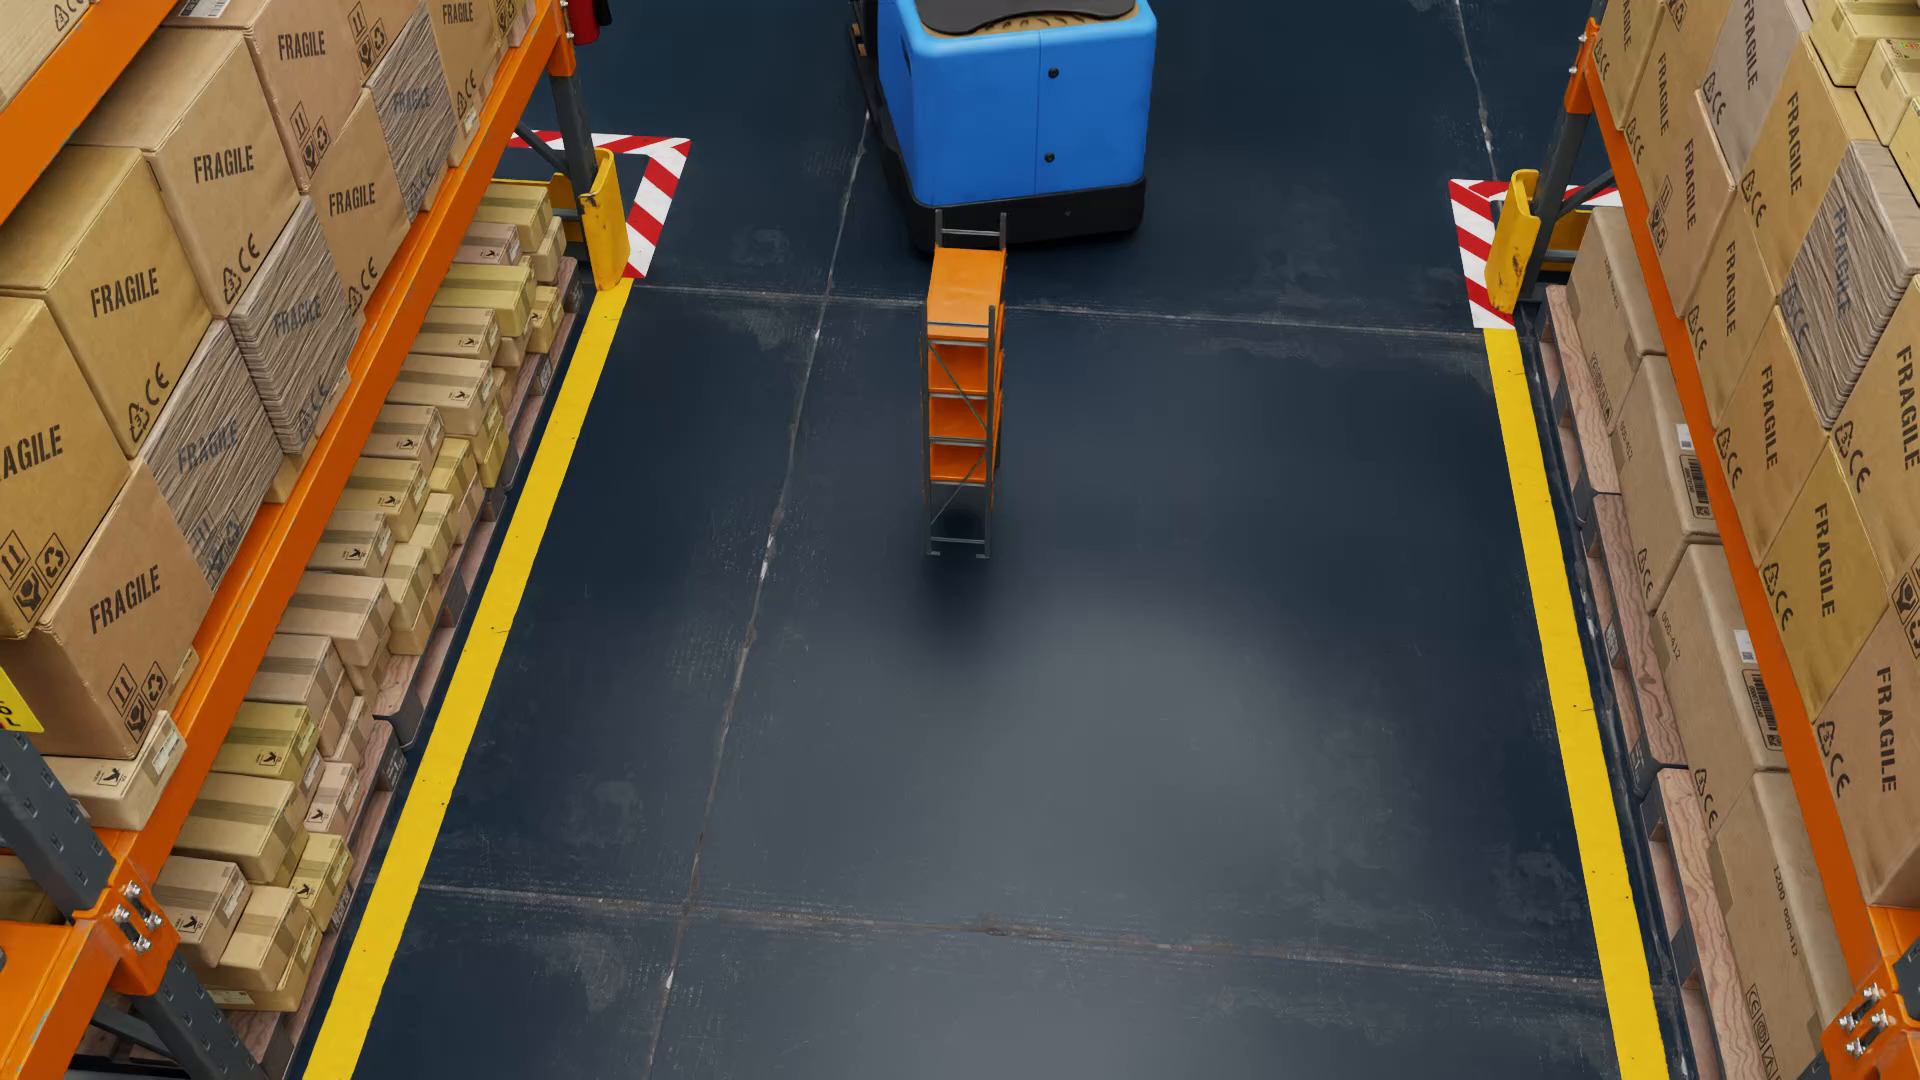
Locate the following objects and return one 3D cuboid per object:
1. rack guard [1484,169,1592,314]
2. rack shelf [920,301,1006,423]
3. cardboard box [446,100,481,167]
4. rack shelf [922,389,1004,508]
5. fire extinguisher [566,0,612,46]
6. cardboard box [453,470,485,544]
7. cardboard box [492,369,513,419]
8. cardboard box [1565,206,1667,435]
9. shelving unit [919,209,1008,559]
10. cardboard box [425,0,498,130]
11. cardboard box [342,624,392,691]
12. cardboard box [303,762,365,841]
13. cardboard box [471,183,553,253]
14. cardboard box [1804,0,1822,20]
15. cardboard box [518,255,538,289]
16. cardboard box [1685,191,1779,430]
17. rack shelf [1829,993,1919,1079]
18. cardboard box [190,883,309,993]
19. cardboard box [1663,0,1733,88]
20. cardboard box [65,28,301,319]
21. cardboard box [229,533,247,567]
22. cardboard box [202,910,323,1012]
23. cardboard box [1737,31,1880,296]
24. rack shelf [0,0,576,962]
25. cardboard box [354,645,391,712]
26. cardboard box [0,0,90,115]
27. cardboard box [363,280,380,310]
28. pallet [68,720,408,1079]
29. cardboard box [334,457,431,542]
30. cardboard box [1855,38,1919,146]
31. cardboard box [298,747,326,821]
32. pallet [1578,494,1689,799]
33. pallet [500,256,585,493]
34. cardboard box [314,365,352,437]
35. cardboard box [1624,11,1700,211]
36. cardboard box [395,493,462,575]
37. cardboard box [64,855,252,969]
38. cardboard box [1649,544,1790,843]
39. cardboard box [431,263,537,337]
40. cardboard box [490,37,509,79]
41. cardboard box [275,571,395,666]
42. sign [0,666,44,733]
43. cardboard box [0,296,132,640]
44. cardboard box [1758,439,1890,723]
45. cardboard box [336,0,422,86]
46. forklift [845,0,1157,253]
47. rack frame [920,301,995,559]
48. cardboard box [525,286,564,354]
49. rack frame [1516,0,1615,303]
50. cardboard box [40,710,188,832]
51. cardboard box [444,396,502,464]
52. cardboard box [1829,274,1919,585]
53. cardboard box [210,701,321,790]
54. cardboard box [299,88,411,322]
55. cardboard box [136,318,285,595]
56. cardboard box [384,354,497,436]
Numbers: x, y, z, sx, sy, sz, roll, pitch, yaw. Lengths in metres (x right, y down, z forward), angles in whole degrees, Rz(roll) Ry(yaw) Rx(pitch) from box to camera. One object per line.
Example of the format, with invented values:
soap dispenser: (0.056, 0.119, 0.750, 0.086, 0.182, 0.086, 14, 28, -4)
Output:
rack guard: (2.883, -1.231, 7.037, 1.175, 0.500, 0.348, 4, 48, 4)
rack shelf: (0.015, -0.632, 5.803, 0.258, 0.148, 0.480, 4, 48, 4)
cardboard box: (-1.874, -1.417, 5.684, 0.380, 0.149, 0.250, 5, 48, 5)
rack shelf: (0.015, -0.347, 6.115, 0.258, 0.148, 0.480, 4, 48, 4)
fire extinguisher: (-1.575, -2.317, 6.642, 0.296, 0.674, 0.183, 4, 48, 4)
cardboard box: (-1.946, -0.136, 5.989, 0.380, 0.149, 0.250, 5, 48, 4)
cardboard box: (-1.940, -0.528, 6.347, 0.380, 0.149, 0.250, 4, 48, 4)
cardboard box: (2.920, -0.842, 6.439, 0.875, 0.438, 0.875, 2, 48, 2)
shelving unit: (0.015, -0.527, 5.918, 0.258, 1.200, 0.503, 4, 48, 4)
cardboard box: (-1.894, -1.724, 5.524, 0.500, 0.500, 0.500, 3, 48, 3)
cardboard box: (-2.075, 0.327, 5.364, 0.380, 0.149, 0.250, 6, 48, 5)
cardboard box: (-2.074, 0.817, 5.118, 0.380, 0.149, 0.250, 4, 48, 3)
cardboard box: (-1.854, -1.290, 6.641, 0.380, 0.149, 0.250, 4, 48, 4)
cardboard box: (2.440, -1.452, 4.360, 0.380, 0.149, 0.250, 4, 48, 4)
cardboard box: (-1.899, -1.000, 6.577, 0.380, 0.149, 0.250, 3, 48, 3)
cardboard box: (2.440, -0.642, 4.736, 0.500, 0.500, 0.500, 5, 48, 5)
rack shelf: (2.334, 2.595, 2.331, 1.077, 0.370, 4.000, 4, 48, 4)
cardboard box: (-2.070, 1.099, 4.658, 0.380, 0.149, 0.250, 6, 48, 5)
cardboard box: (2.513, -1.714, 5.040, 0.500, 0.500, 0.500, 3, 48, 2)
cardboard box: (-2.030, -0.913, 4.105, 0.500, 0.500, 0.500, 5, 48, 4)
cardboard box: (-2.118, -0.071, 4.452, 0.380, 0.149, 0.250, 2, 48, 2)
cardboard box: (-2.069, 1.199, 4.768, 0.380, 0.149, 0.250, 2, 48, 2)
cardboard box: (2.430, -0.969, 4.358, 0.500, 0.500, 0.500, 4, 48, 4)
rack shelf: (-2.240, -0.603, 5.256, 1.077, 0.370, 4.000, 4, 48, 4)
cardboard box: (-2.111, 0.427, 5.474, 0.380, 0.149, 0.250, 2, 48, 2)
cardboard box: (-2.081, -1.029, 3.227, 0.500, 0.250, 0.500, 3, 48, 3)
cardboard box: (-2.019, -0.835, 5.151, 0.380, 0.149, 0.250, 5, 48, 4)
pallet: (-2.396, 1.069, 5.129, 1.003, 0.211, 1.213, 4, 48, 4)
cardboard box: (-2.017, -0.142, 5.591, 0.380, 0.149, 0.250, 4, 48, 4)
cardboard box: (2.414, -1.072, 4.013, 0.380, 0.149, 0.250, 4, 48, 4)
cardboard box: (-2.150, 0.726, 4.999, 0.380, 0.149, 0.250, 4, 48, 3)
pallet: (2.772, 0.371, 5.767, 1.003, 0.211, 1.213, 4, 48, 4)
pallet: (-2.174, -0.724, 6.769, 1.003, 0.211, 1.213, 4, 48, 4)
cardboard box: (-1.999, -0.448, 4.797, 0.380, 0.149, 0.250, 6, 48, 5)
cardboard box: (2.533, -1.383, 5.415, 0.500, 0.500, 0.500, 3, 48, 3)
cardboard box: (-1.941, -0.033, 5.694, 0.380, 0.149, 0.250, 4, 48, 4)
cardboard box: (-2.185, 1.004, 4.543, 0.380, 0.149, 0.250, 6, 48, 5)
cardboard box: (2.762, 0.494, 5.217, 0.875, 0.438, 0.875, 3, 48, 2)
cardboard box: (-1.831, -0.910, 6.294, 0.380, 0.149, 0.250, 3, 48, 3)
cardboard box: (-1.866, -1.792, 6.026, 0.380, 0.149, 0.250, 4, 48, 3)
cardboard box: (-2.021, 0.242, 5.240, 0.380, 0.149, 0.250, 5, 48, 4)
sign: (-1.869, 0.268, 3.187, 0.100, 0.325, 0.005, 4, 48, 4)
cardboard box: (-2.138, -0.163, 3.419, 0.500, 0.500, 0.500, 5, 48, 4)
cardboard box: (2.346, 0.113, 4.047, 0.500, 0.500, 0.500, 3, 48, 3)
cardboard box: (-1.936, -1.679, 4.806, 0.500, 0.500, 0.500, 6, 48, 5)
forklift: (0.033, -3.359, 7.336, 1.130, 2.935, 3.031, -8, 48, -7)
rack frame: (-0.007, -0.347, 5.755, 0.240, 1.200, 0.015, 4, 48, 4)
cardboard box: (-1.821, -0.898, 6.686, 0.380, 0.149, 0.250, 5, 48, 5)
rack frame: (2.881, -2.057, 6.098, 1.000, 3.000, 0.127, 4, 48, 4)
cardboard box: (-2.071, 0.523, 3.909, 0.380, 0.149, 0.250, 5, 48, 5)
cardboard box: (-1.901, -0.425, 6.052, 0.380, 0.149, 0.250, 5, 48, 4)
cardboard box: (2.339, -0.226, 3.679, 0.500, 0.500, 0.500, 3, 48, 3)
cardboard box: (-2.126, 0.617, 4.897, 0.380, 0.149, 0.250, 3, 48, 3)
cardboard box: (-1.987, -0.985, 4.849, 0.500, 0.500, 0.500, 6, 48, 5)
cardboard box: (-2.088, -0.221, 4.150, 0.500, 0.500, 0.500, 4, 48, 4)
cardboard box: (-1.886, -0.523, 5.940, 0.380, 0.149, 0.250, 5, 48, 5)
